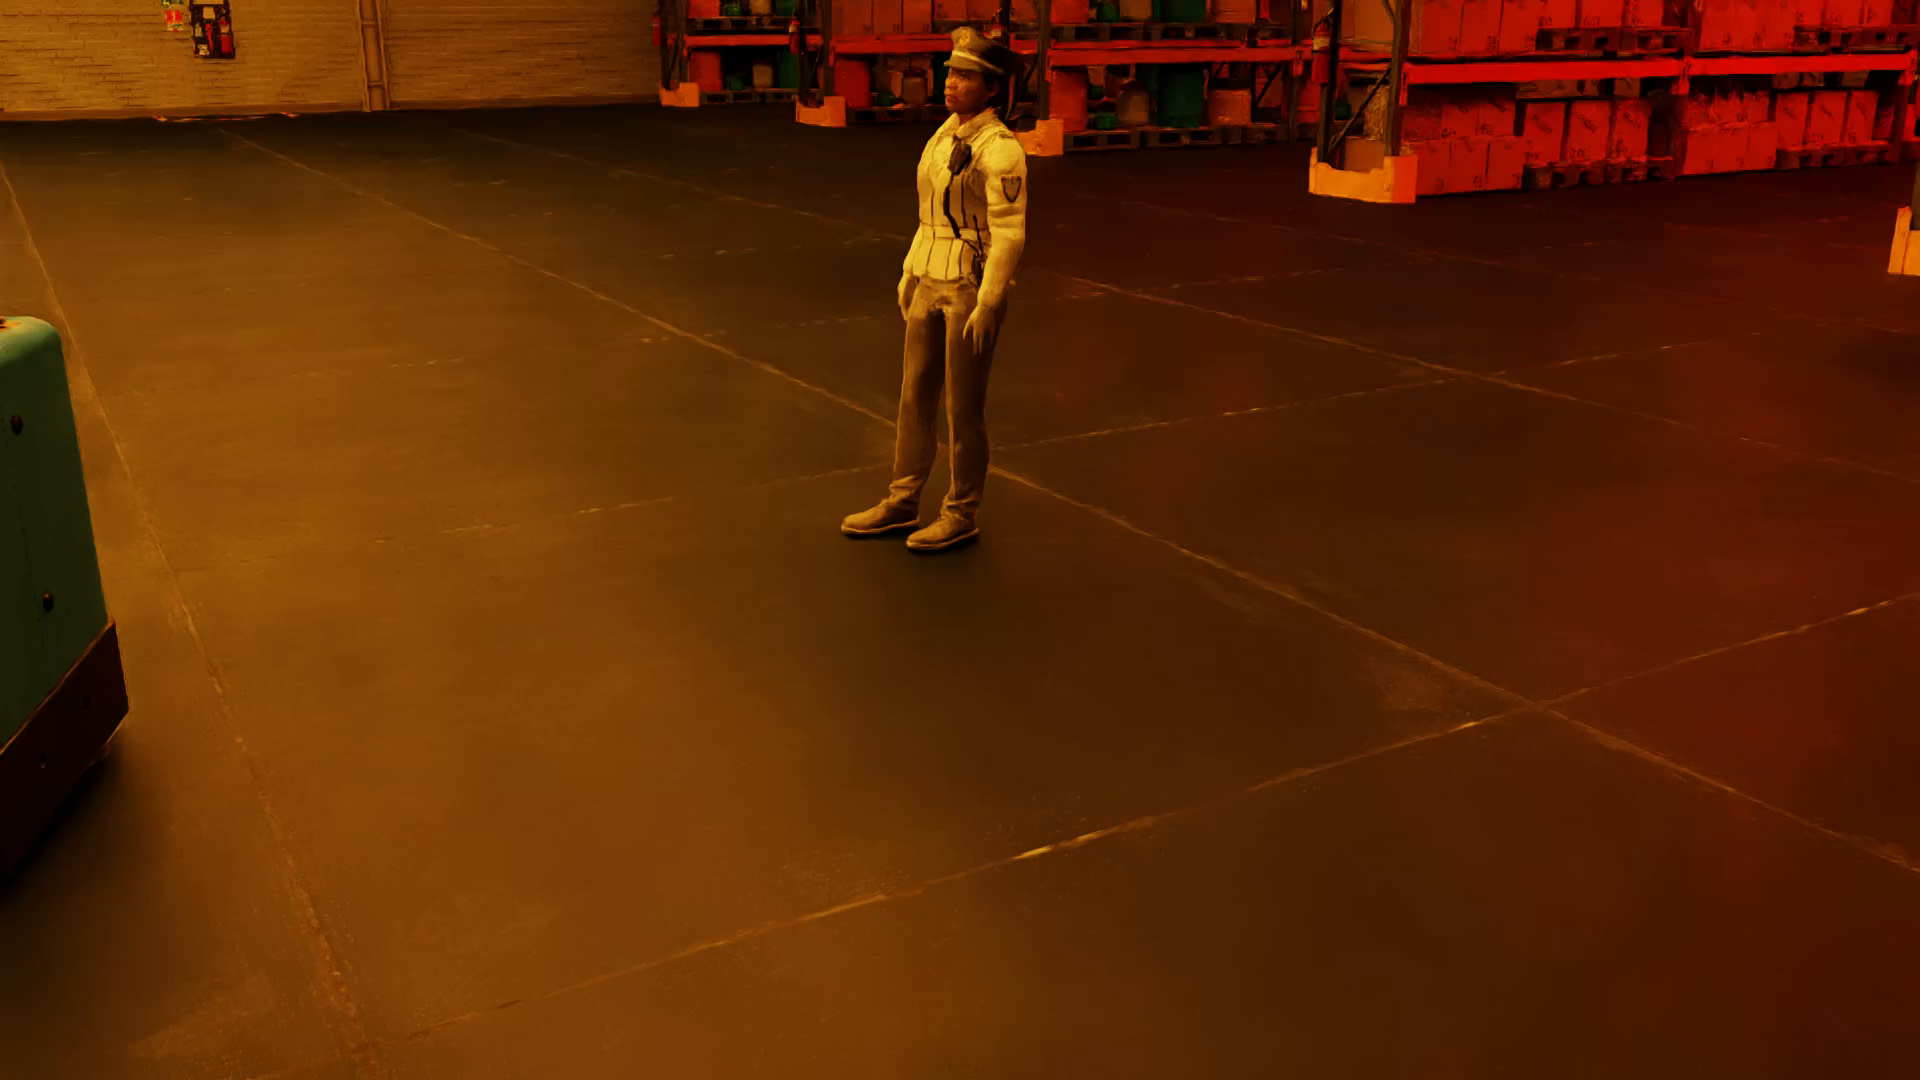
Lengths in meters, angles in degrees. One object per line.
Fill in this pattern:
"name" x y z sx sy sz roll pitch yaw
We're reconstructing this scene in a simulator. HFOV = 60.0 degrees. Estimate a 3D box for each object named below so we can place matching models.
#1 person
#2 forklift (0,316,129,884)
"person" -0.062 -0.805 5.471 0.533 1.695 0.586 -10 20 -29
"forklift" -3.506 -0.682 3.098 3.031 2.935 1.130 -3 18 -10
